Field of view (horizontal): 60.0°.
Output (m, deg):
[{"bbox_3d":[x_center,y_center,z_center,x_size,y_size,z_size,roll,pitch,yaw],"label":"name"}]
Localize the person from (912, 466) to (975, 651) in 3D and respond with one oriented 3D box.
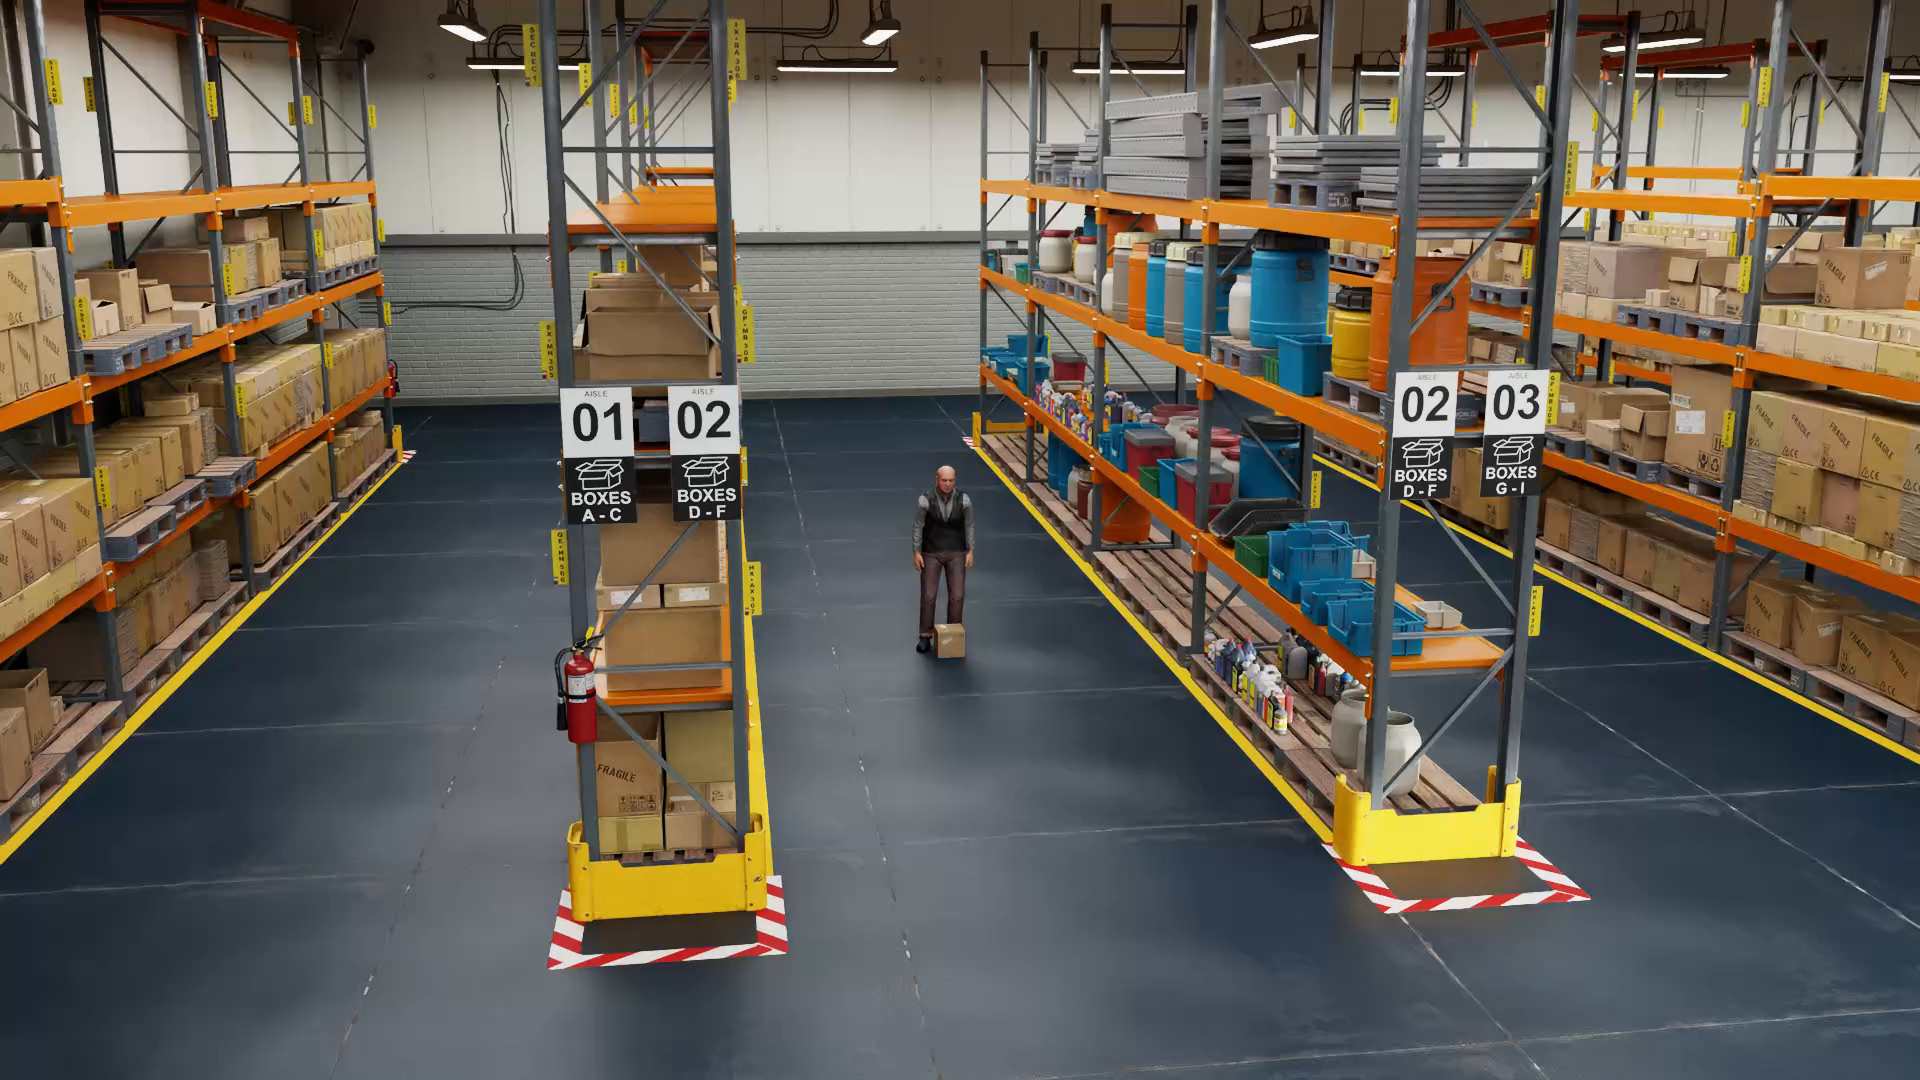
[{"bbox_3d":[-0.151,0.153,15.374,0.580,1.721,0.463,-2,13,-8],"label":"person"}]
